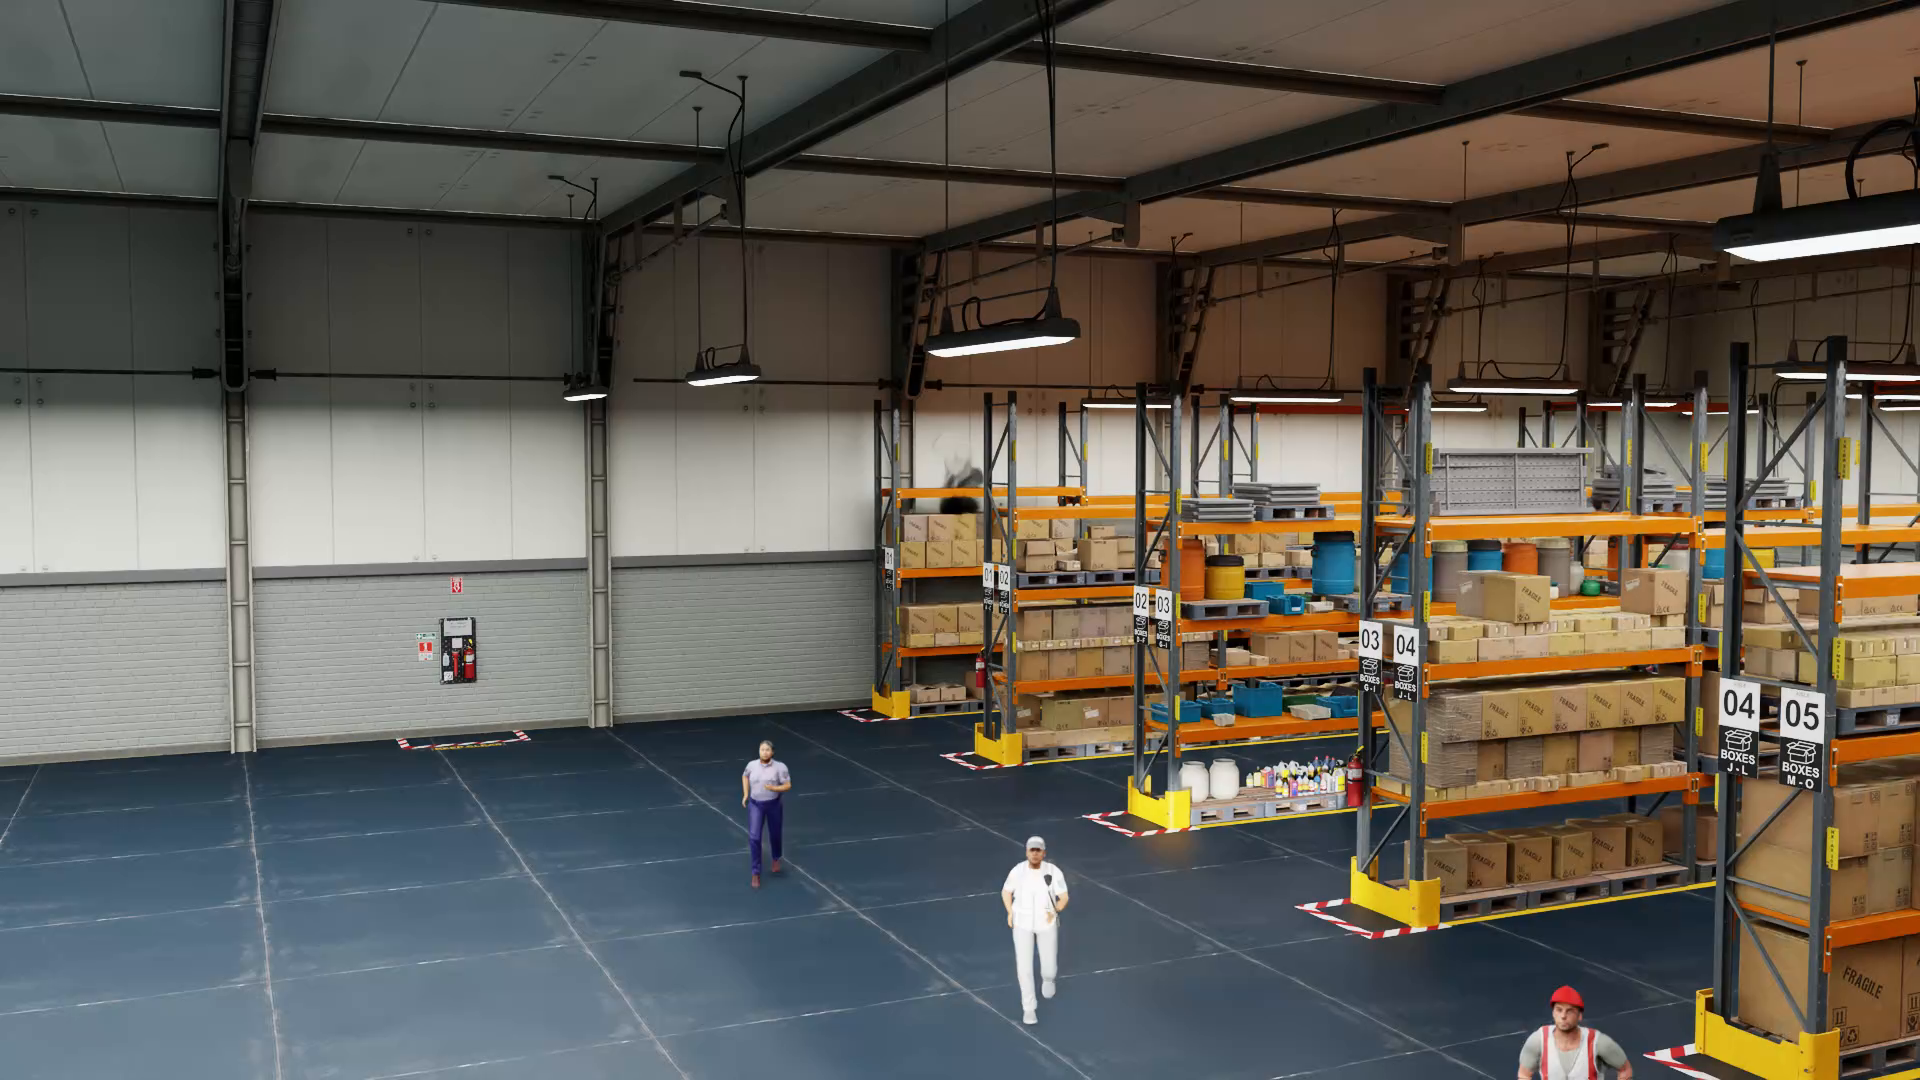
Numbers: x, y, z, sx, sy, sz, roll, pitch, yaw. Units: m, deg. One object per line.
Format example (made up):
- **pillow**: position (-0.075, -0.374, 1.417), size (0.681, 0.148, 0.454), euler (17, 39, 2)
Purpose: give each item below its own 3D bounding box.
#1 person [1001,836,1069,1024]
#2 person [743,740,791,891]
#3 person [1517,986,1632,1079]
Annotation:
- **person**: position (0.673, 3.477, 15.023), size (0.613, 1.621, 0.688), euler (0, 3, 5)
- **person**: position (-2.280, 3.191, 19.572), size (0.594, 1.678, 0.858), euler (0, 3, -2)
- **person**: position (3.870, 3.683, 10.515), size (0.676, 1.743, 0.670), euler (2, 4, 27)
